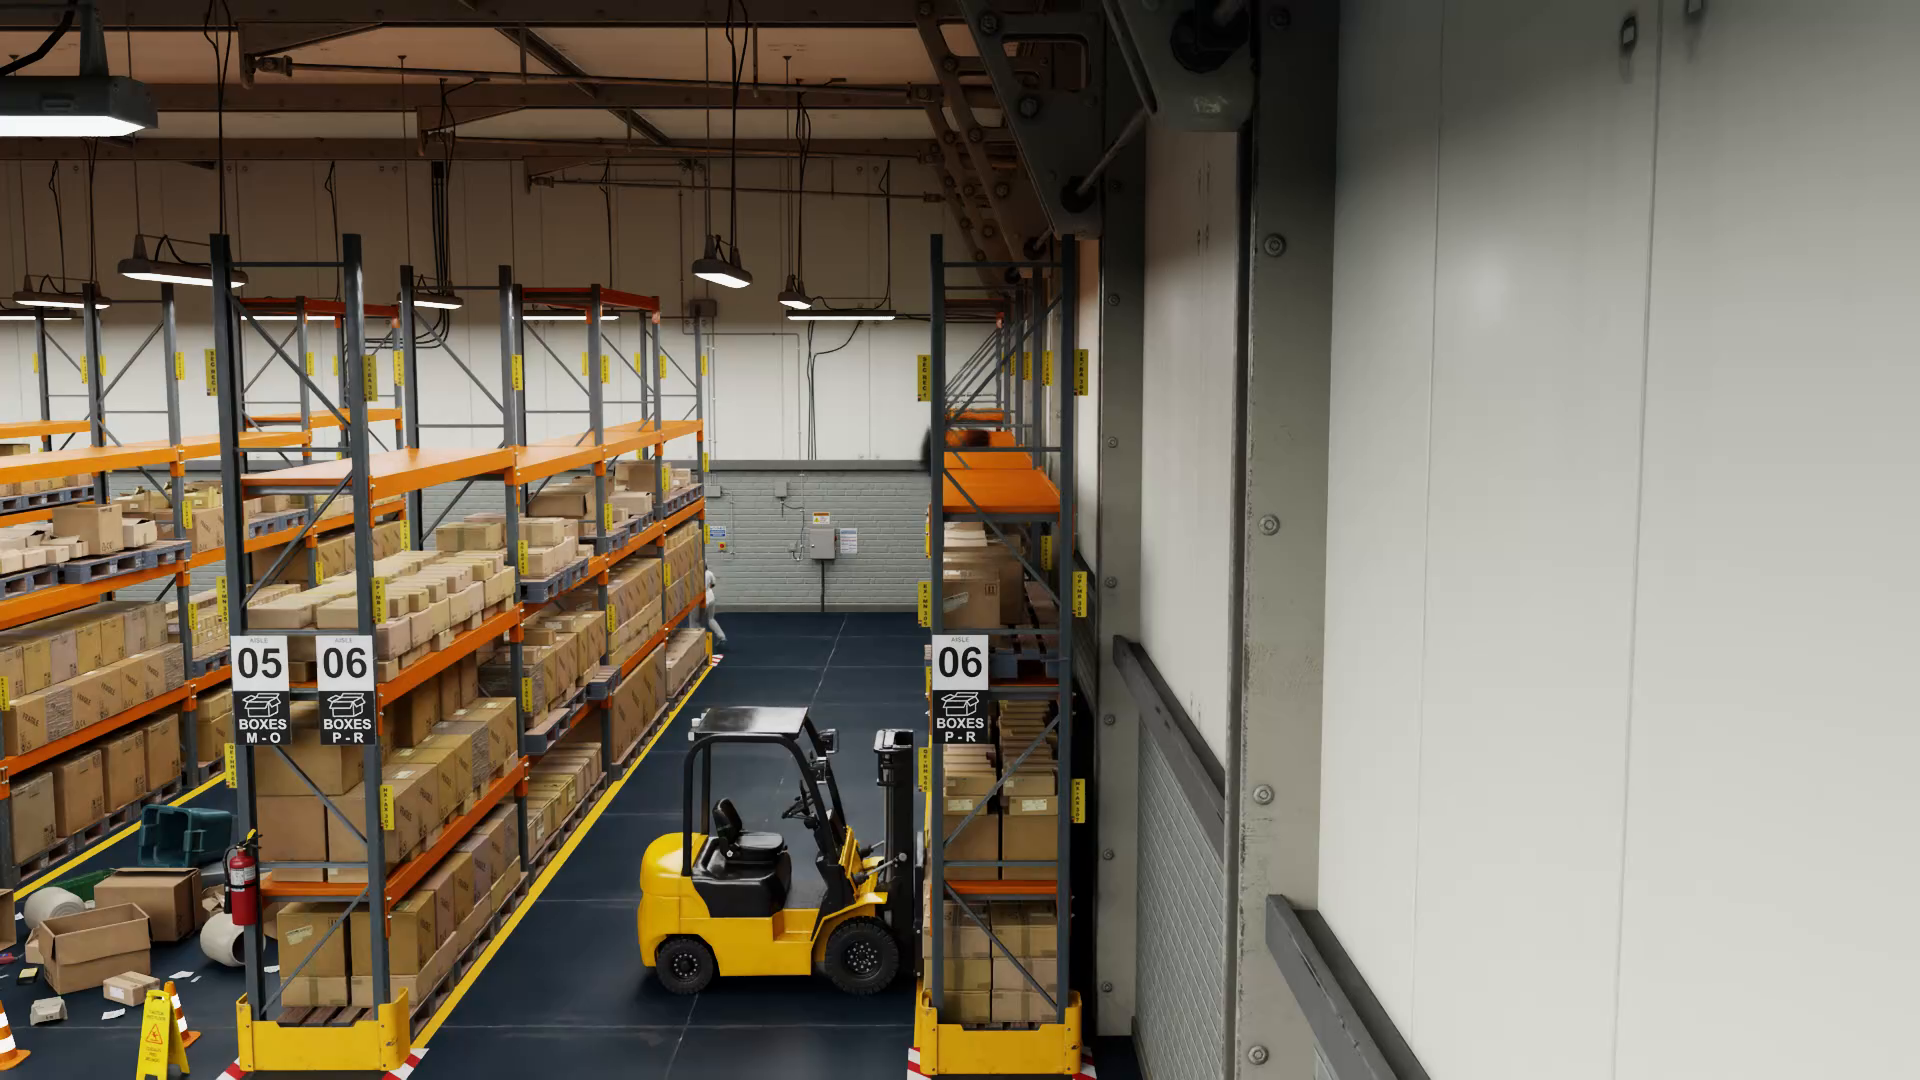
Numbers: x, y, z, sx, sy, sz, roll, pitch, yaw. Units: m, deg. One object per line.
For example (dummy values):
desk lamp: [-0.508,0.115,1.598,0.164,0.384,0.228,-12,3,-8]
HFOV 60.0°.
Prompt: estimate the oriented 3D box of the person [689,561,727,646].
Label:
person: [-4.610,1.101,29.303,0.914,1.611,0.655,5,8,41]
